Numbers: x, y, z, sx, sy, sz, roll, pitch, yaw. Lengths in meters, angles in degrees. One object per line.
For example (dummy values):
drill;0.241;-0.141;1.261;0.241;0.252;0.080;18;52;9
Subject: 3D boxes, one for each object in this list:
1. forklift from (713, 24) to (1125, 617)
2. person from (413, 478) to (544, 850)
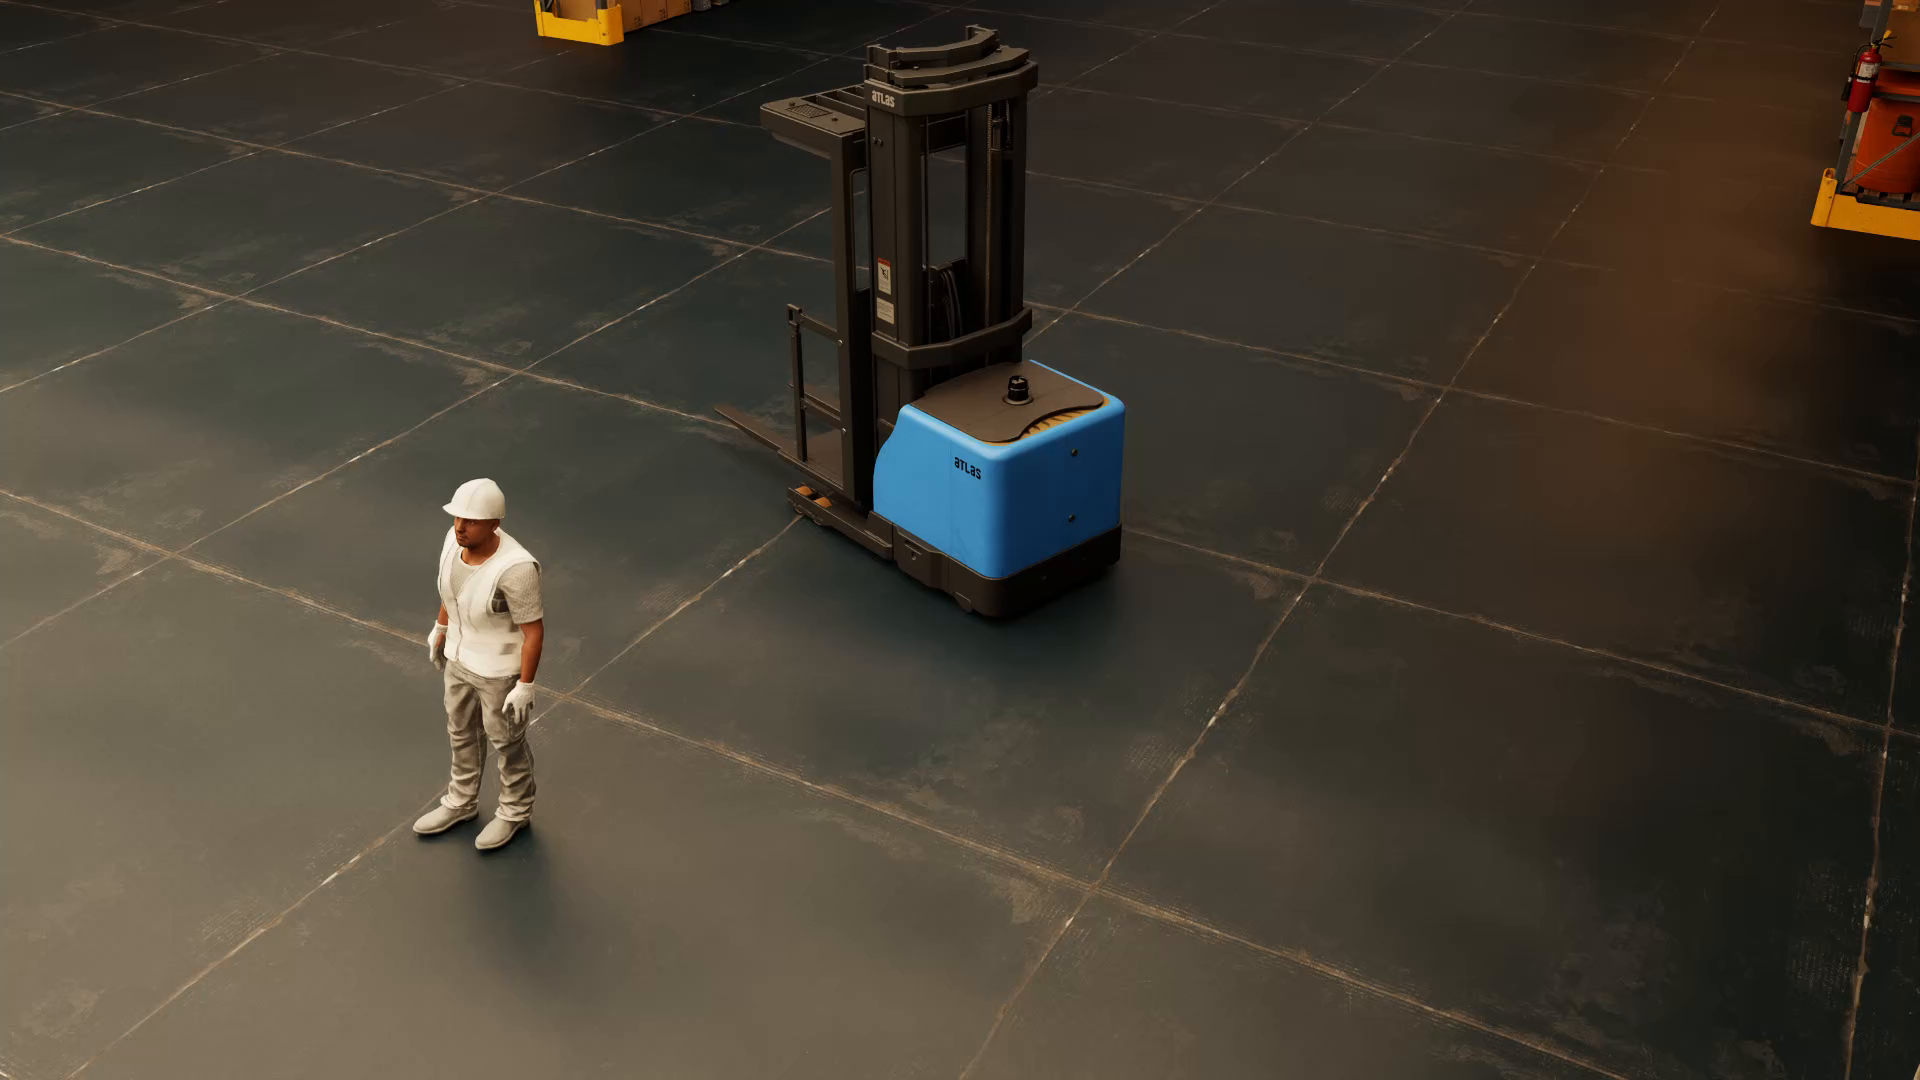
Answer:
forklift;-0.412;-1.507;9.682;1.130;2.935;3.031;-23;37;-35
person;-2.113;0.561;7.231;0.657;1.783;0.576;22;37;34
